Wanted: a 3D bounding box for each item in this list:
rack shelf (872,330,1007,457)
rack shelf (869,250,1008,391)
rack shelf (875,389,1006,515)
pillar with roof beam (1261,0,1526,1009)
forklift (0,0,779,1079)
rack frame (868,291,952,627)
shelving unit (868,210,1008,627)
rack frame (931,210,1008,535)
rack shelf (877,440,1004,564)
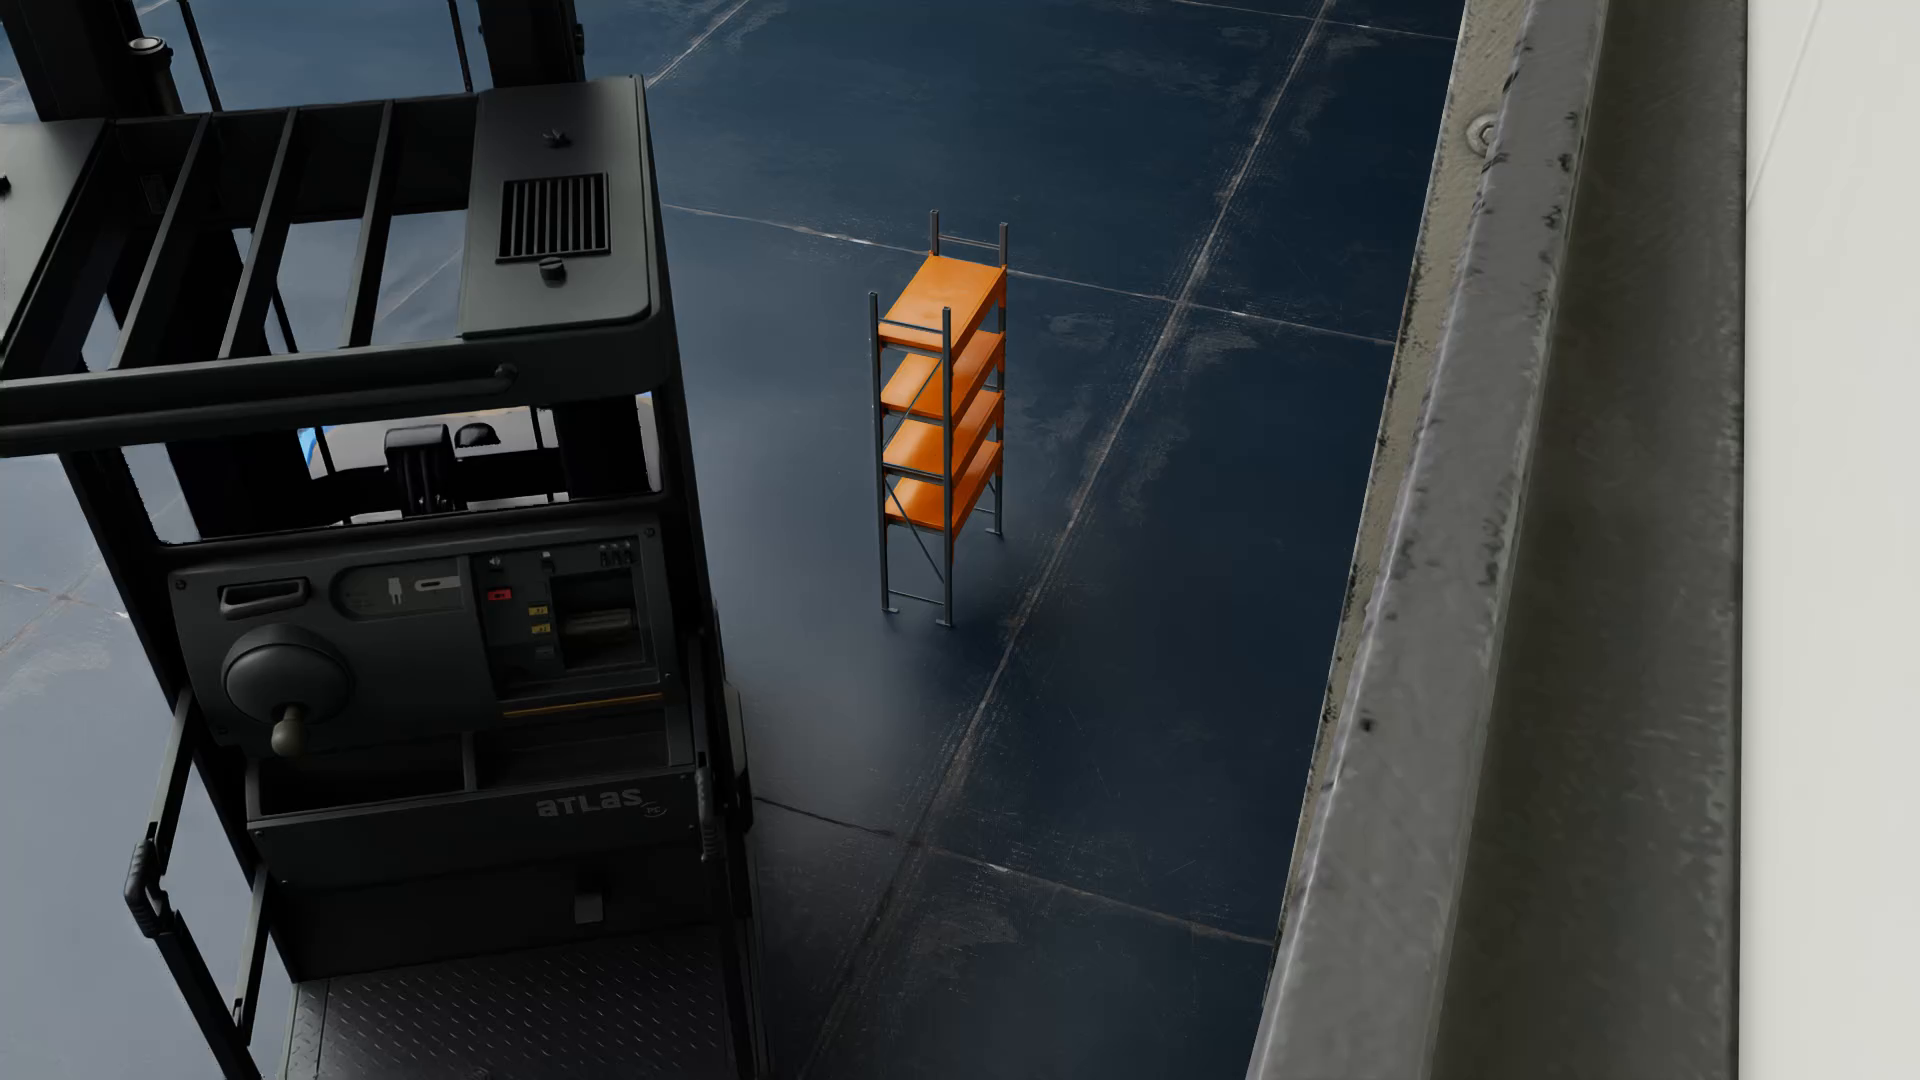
[{"bbox_3d":[-0.057,-0.474,5.069,0.258,0.148,0.480,13,42,15],"label":"rack shelf"},{"bbox_3d":[-0.057,-0.654,4.915,0.258,0.148,0.480,13,42,15],"label":"rack shelf"},{"bbox_3d":[-0.057,-0.304,5.214,0.258,0.148,0.480,13,42,15],"label":"rack shelf"},{"bbox_3d":[-3.061,-3.262,2.568,9.100,9.000,0.400,13,42,15],"label":"pillar with roof beam"},{"bbox_3d":[-1.002,0.266,3.107,1.130,2.935,3.031,-7,41,-8],"label":"forklift"},{"bbox_3d":[-0.140,-0.207,4.996,0.240,1.200,0.015,13,42,15],"label":"rack frame"},{"bbox_3d":[-0.057,-0.355,5.170,0.258,1.200,0.503,13,42,15],"label":"shelving unit"},{"bbox_3d":[0.027,-0.504,5.345,0.240,1.200,0.015,13,42,15],"label":"rack frame"},{"bbox_3d":[-0.057,-0.153,5.343,0.258,0.148,0.480,13,42,15],"label":"rack shelf"}]
